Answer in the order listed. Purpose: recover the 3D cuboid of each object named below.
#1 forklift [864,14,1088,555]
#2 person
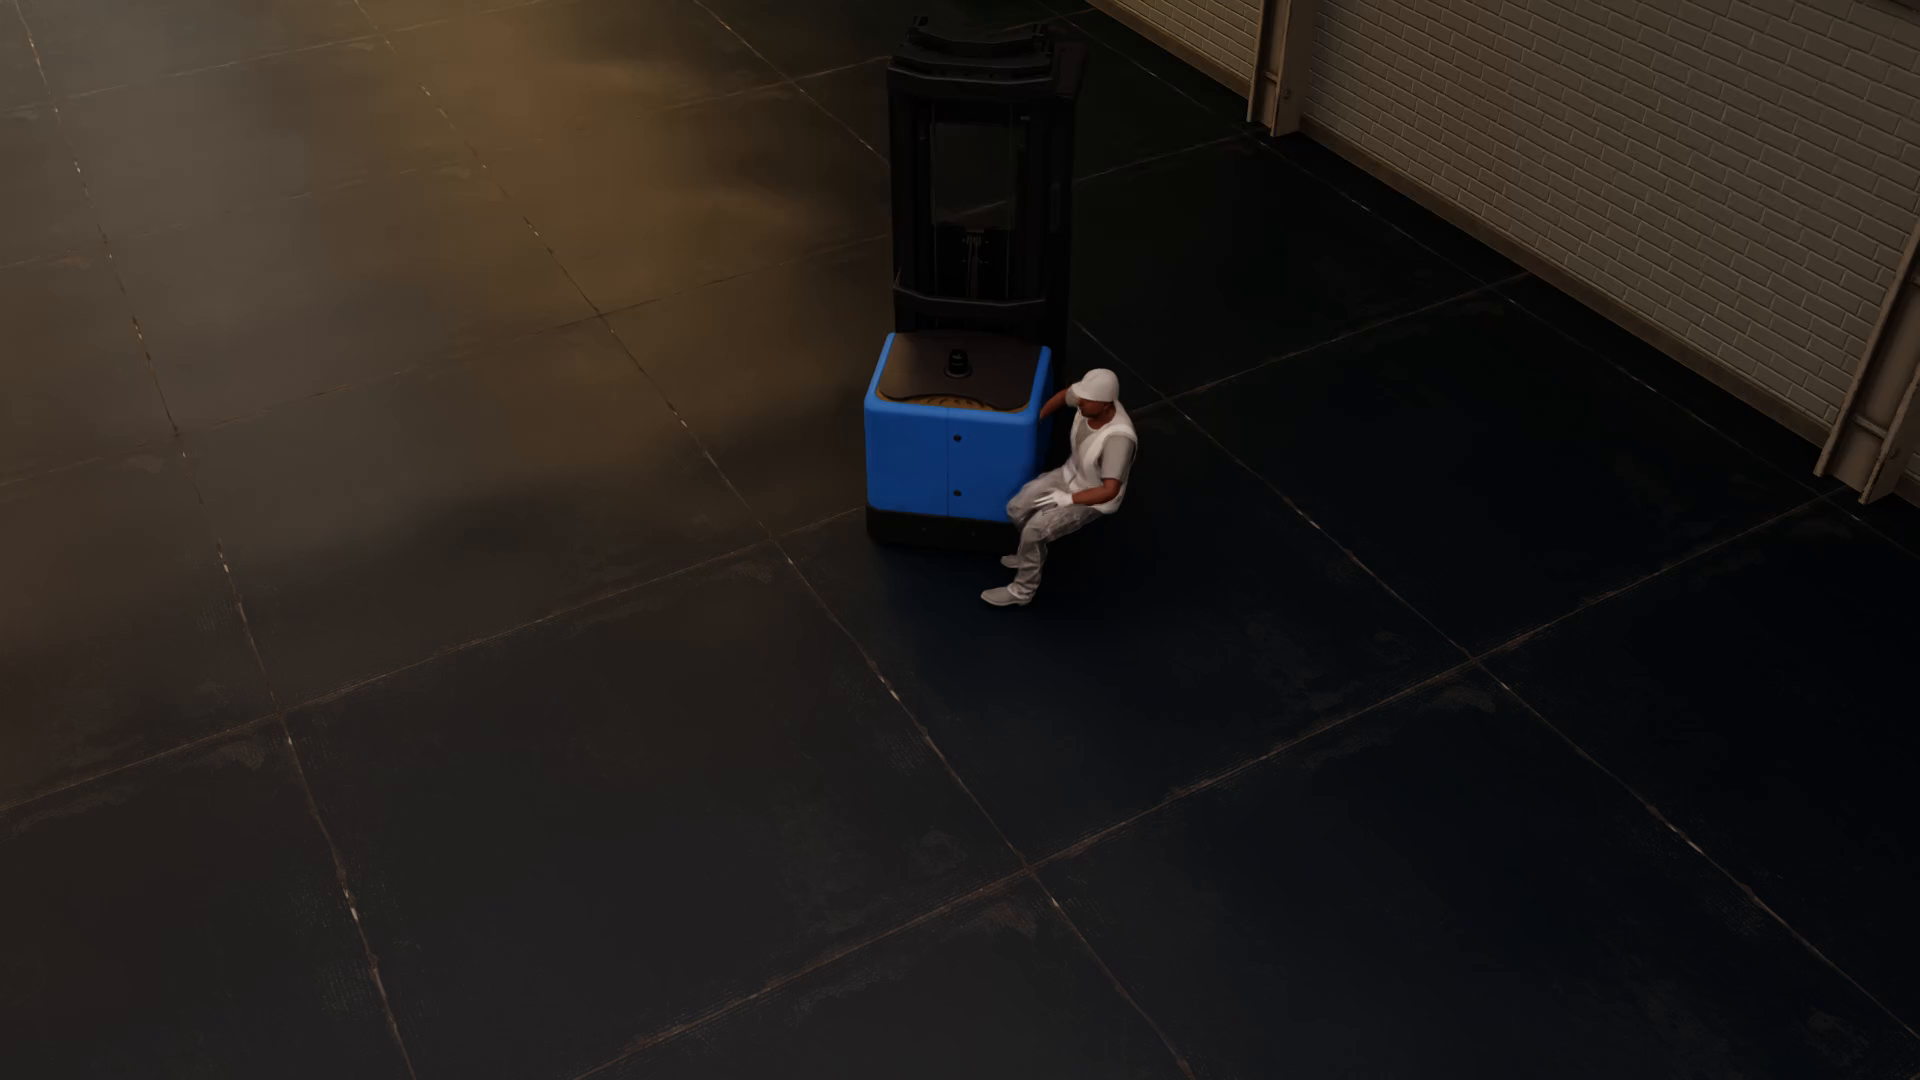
[{"bbox_3d":[0.168,-1.978,10.420,1.130,2.935,3.031,6,40,7],"label":"forklift"},{"bbox_3d":[0.539,-0.304,9.509,0.885,1.540,0.922,-17,43,-20],"label":"person"}]
